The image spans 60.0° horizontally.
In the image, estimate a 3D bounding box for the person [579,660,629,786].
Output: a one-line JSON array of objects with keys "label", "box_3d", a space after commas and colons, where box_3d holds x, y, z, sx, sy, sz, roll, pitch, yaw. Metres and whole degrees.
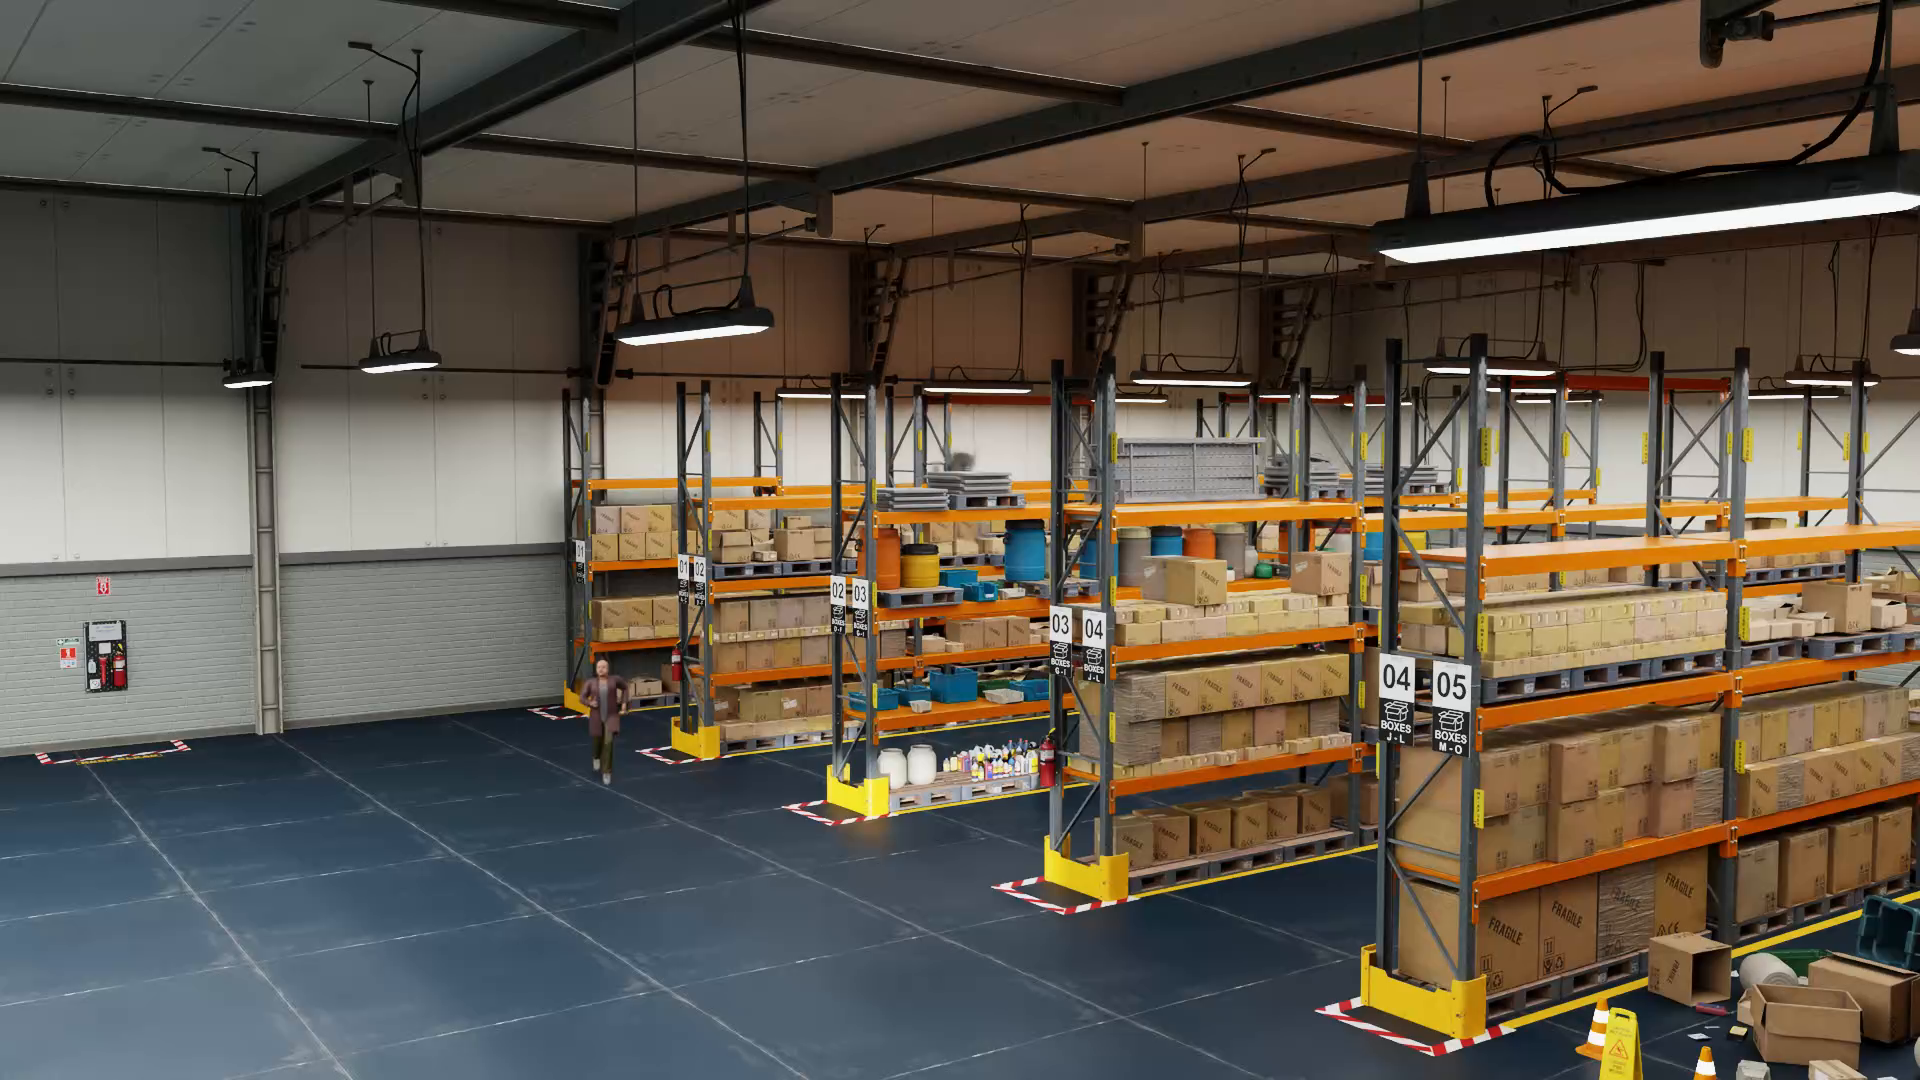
[{"label": "person", "box_3d": [-5.314, 2.684, 24.847, 0.719, 1.789, 1.060, 0, 4, -8]}]
